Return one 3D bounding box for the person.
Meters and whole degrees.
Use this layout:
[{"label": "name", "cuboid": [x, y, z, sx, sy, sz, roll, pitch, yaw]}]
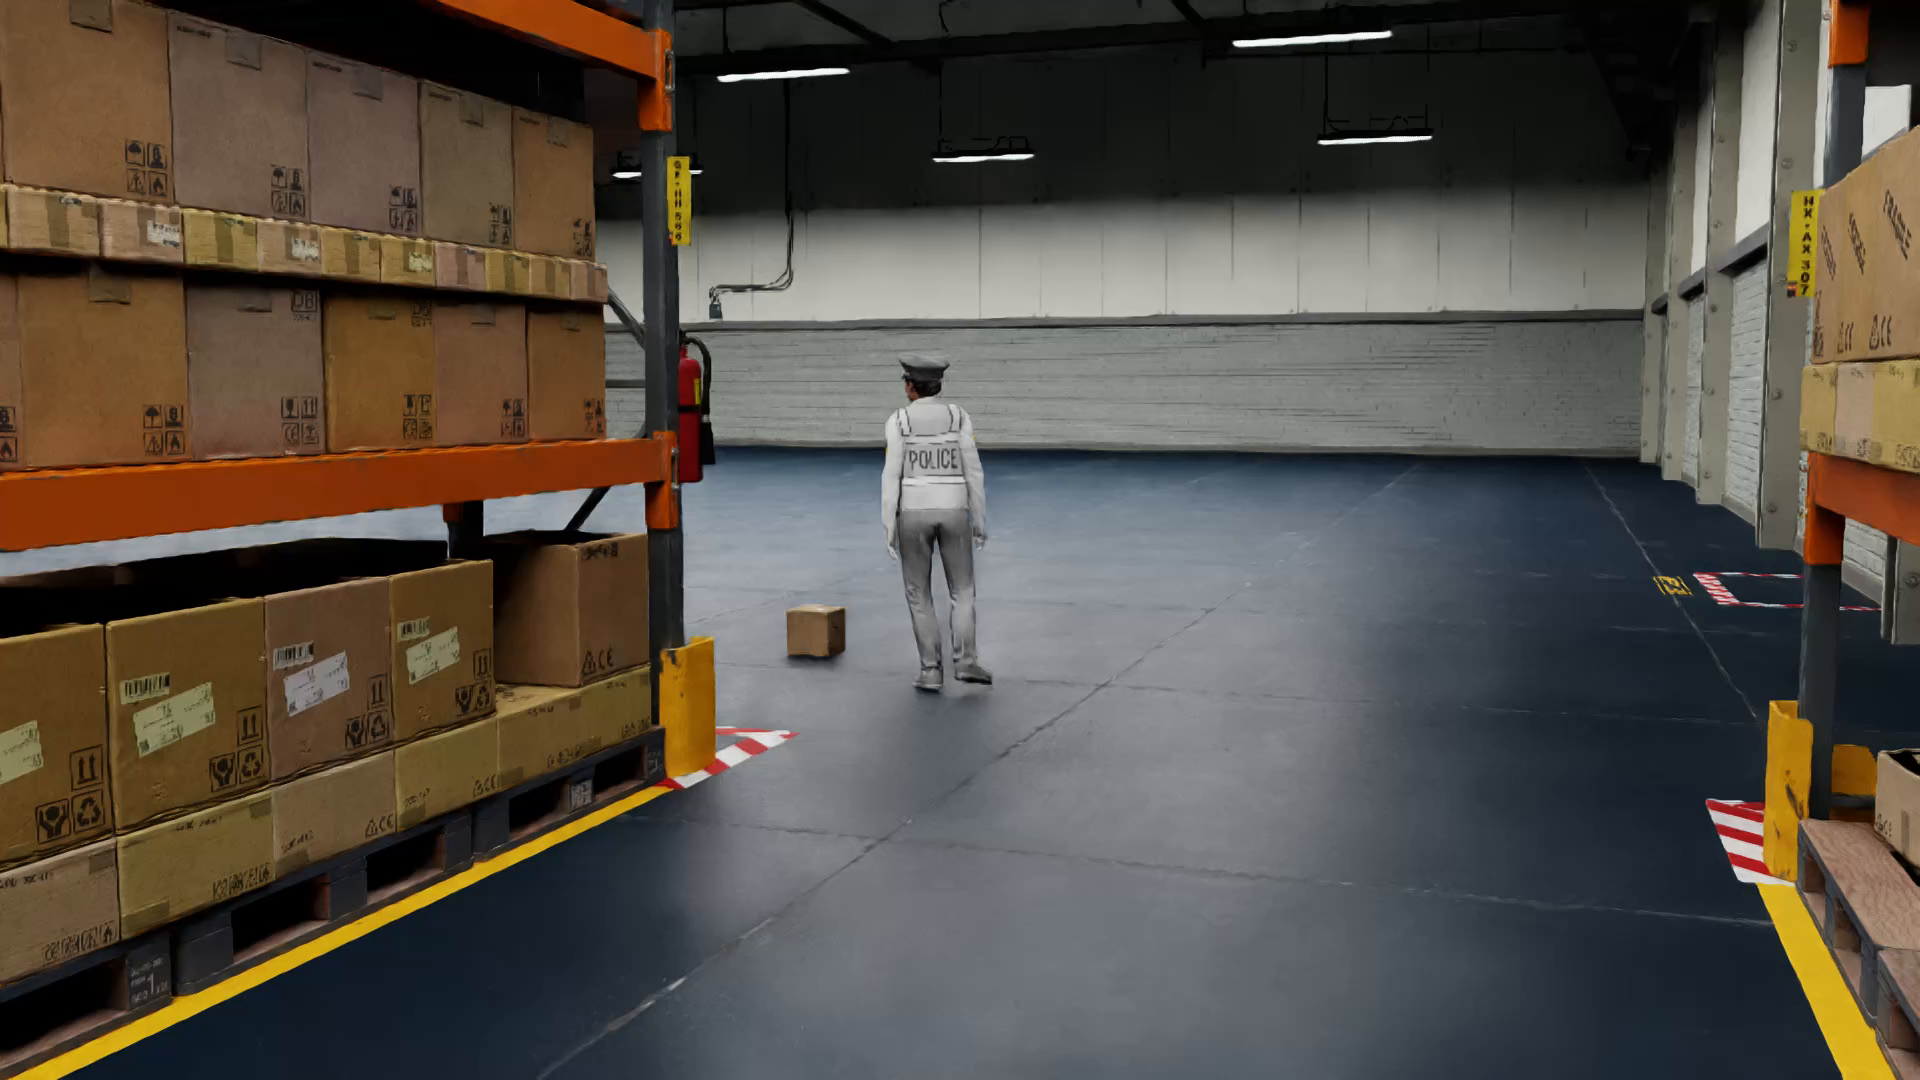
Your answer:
[{"label": "person", "cuboid": [-0.117, -0.083, 8.096, 0.534, 1.670, 0.526, -1, 5, -11]}]
